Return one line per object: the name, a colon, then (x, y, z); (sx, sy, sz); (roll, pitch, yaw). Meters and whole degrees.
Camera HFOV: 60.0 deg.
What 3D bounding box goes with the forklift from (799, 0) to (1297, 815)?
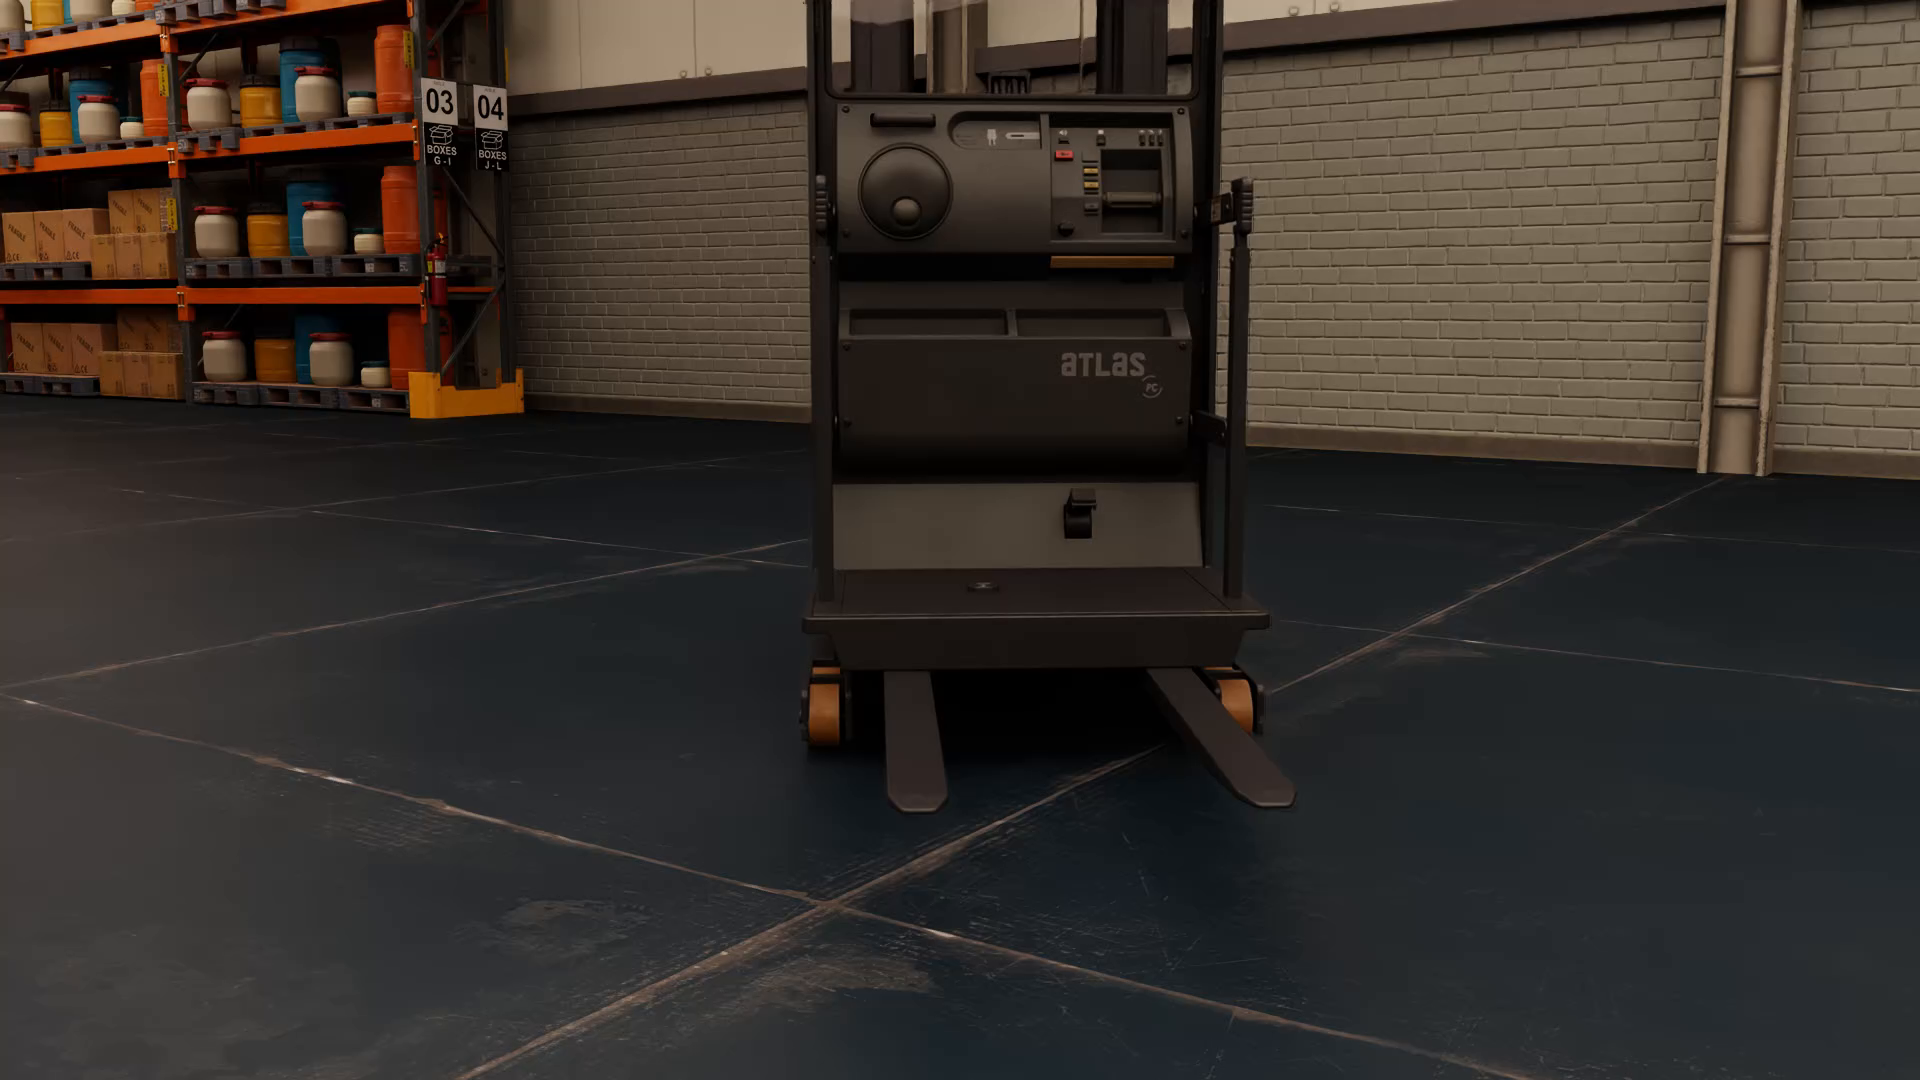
forklift: (0.157, -0.988, 4.144); (1.130, 2.935, 3.031); (0, 8, -3)
